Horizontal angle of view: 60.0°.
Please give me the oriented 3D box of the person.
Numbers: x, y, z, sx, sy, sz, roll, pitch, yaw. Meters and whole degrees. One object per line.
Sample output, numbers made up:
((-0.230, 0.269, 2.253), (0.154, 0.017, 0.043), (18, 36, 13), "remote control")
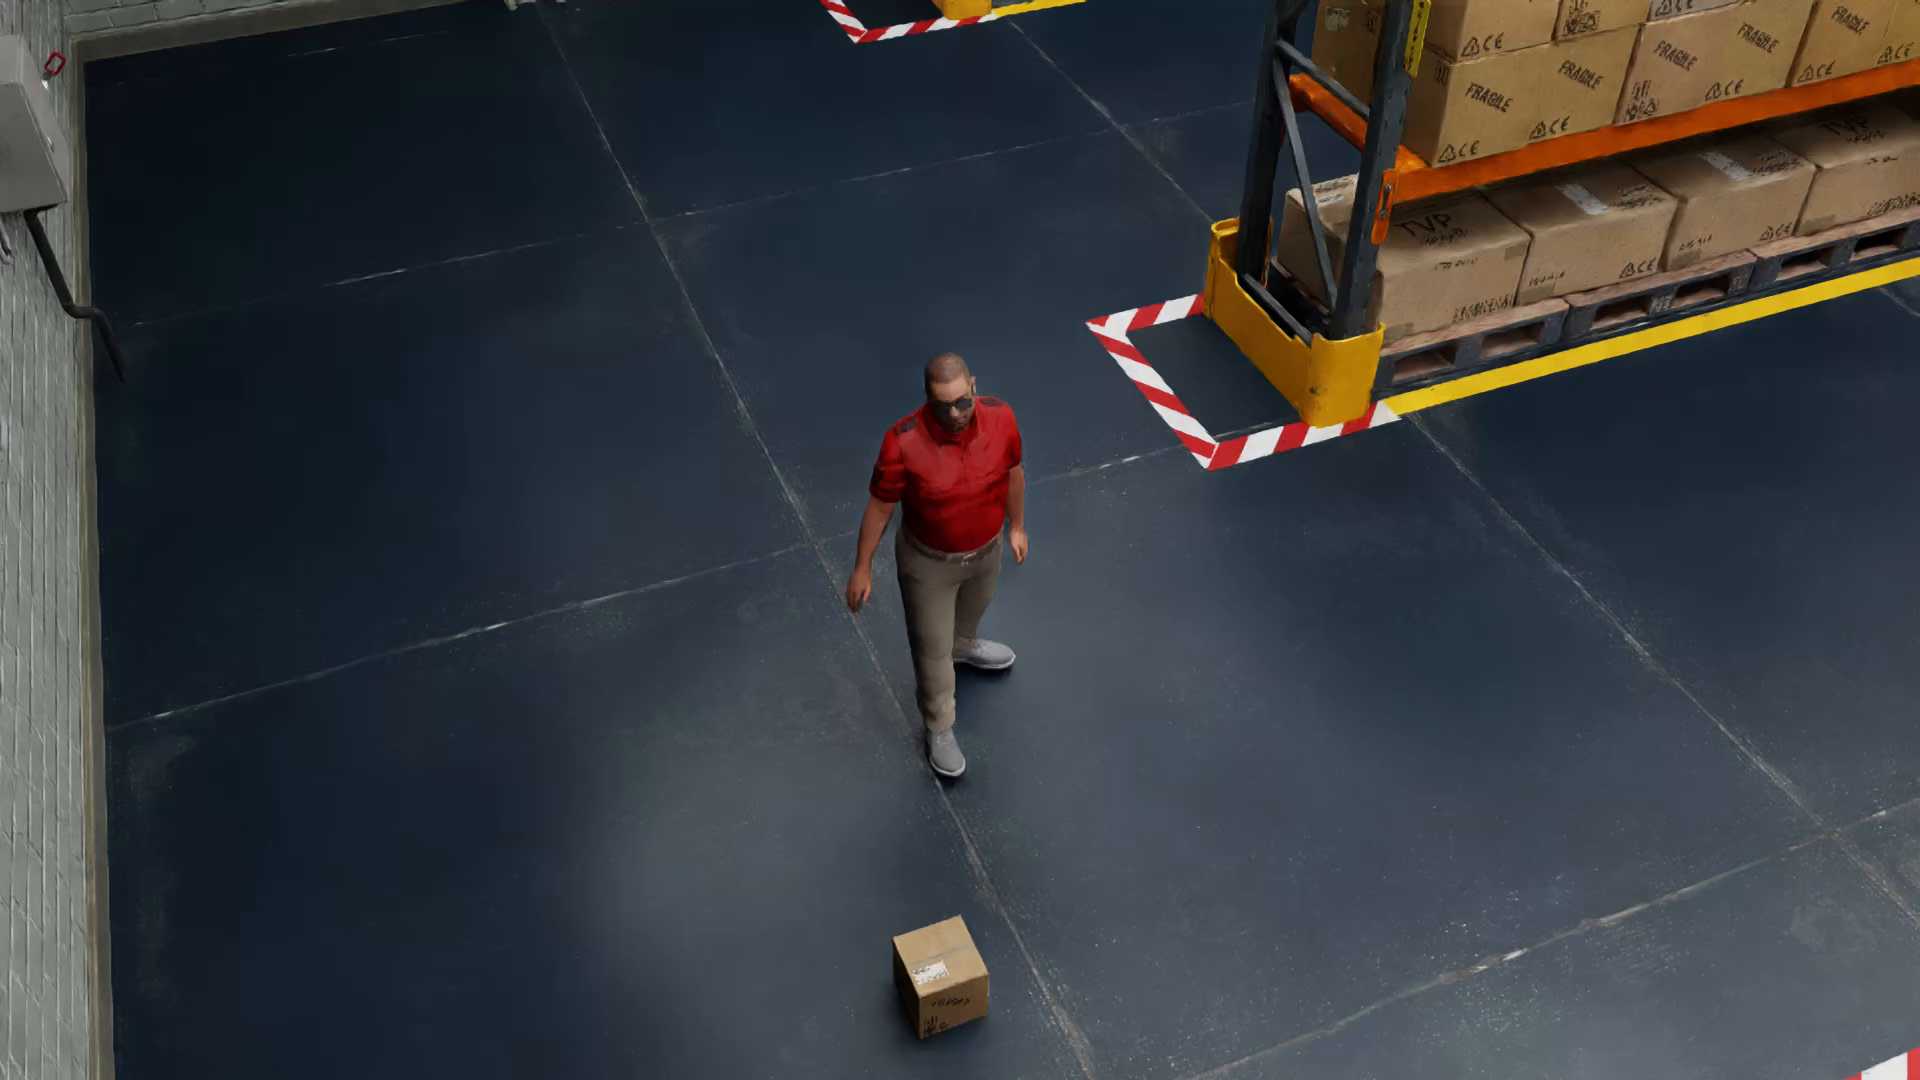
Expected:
((-0.048, 0.056, 6.095), (0.775, 1.715, 0.652), (-21, 46, -22), "person")
